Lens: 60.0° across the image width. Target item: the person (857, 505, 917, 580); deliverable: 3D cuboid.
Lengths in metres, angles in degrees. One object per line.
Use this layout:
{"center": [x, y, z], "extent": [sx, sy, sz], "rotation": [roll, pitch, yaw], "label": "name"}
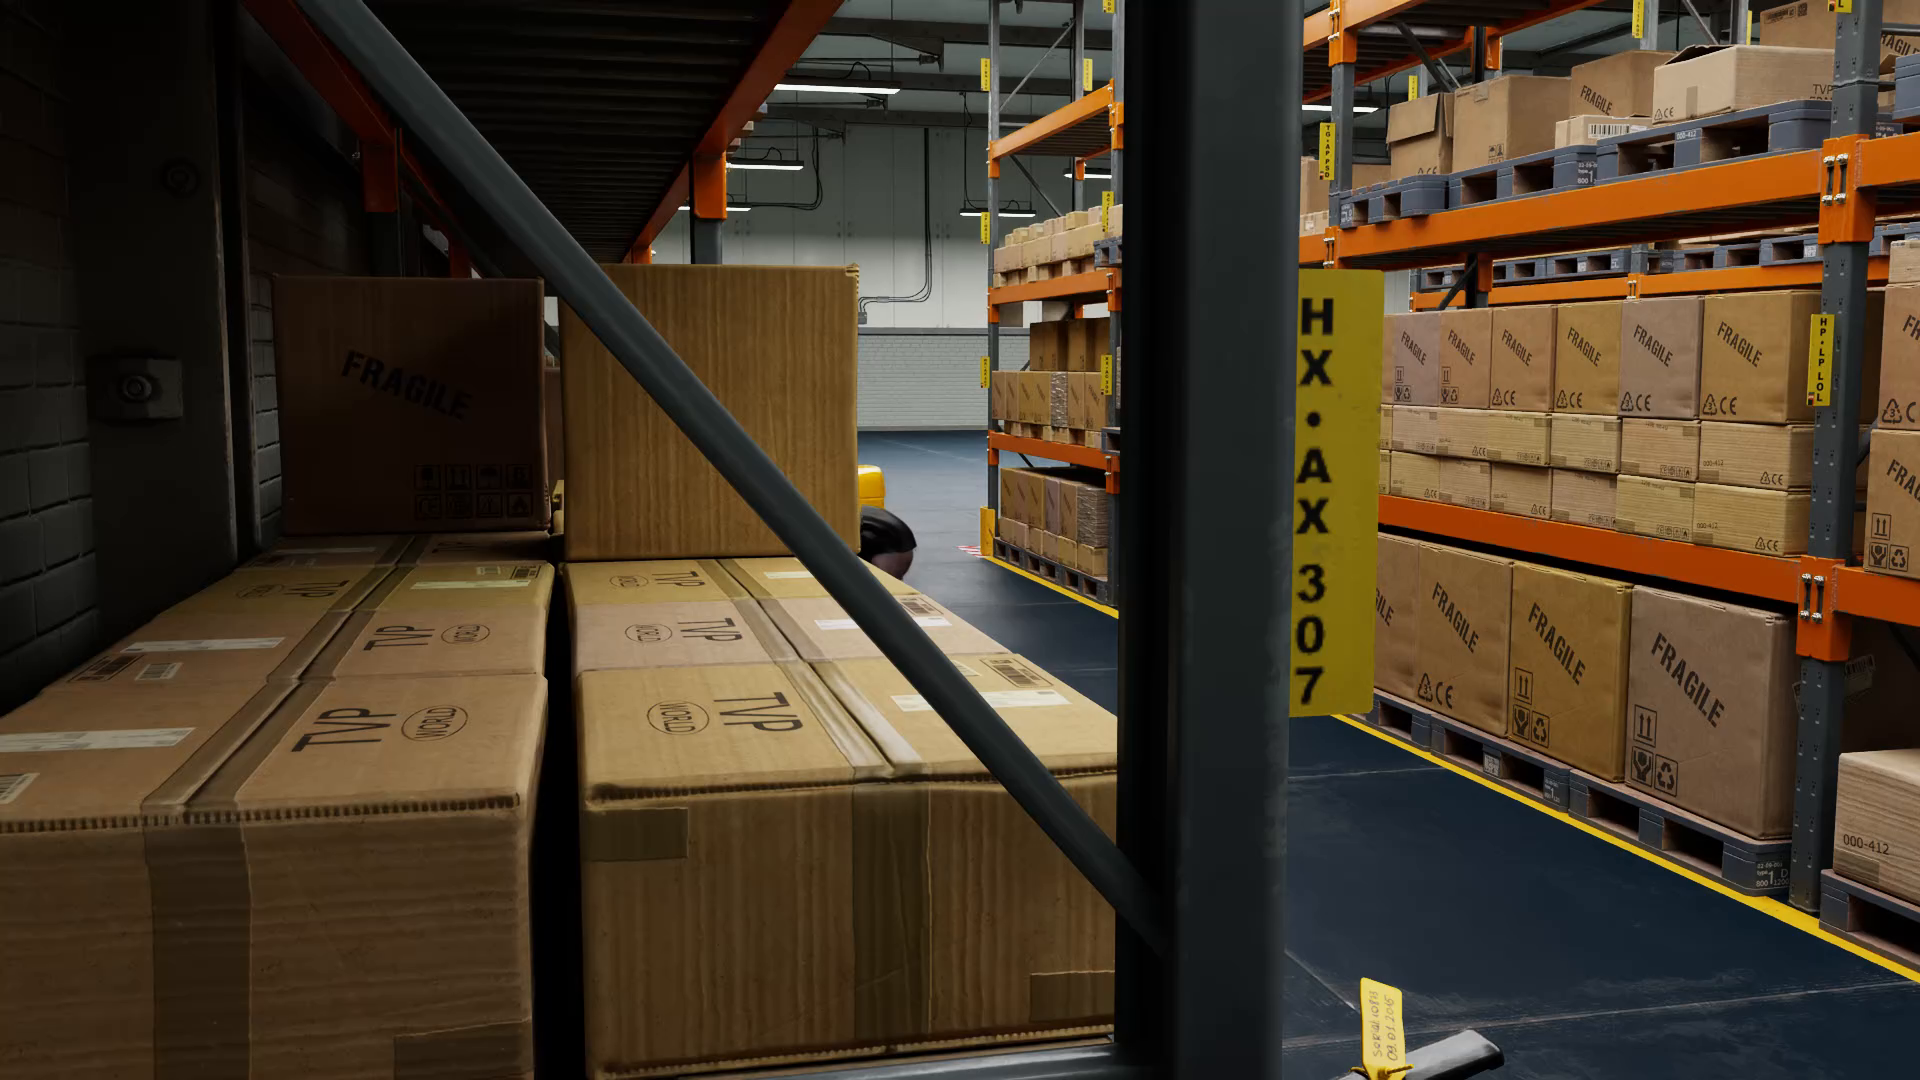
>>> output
{"center": [-0.760, 0.314, 10.872], "extent": [0.940, 1.138, 0.487], "rotation": [-2, 6, -16], "label": "person"}
